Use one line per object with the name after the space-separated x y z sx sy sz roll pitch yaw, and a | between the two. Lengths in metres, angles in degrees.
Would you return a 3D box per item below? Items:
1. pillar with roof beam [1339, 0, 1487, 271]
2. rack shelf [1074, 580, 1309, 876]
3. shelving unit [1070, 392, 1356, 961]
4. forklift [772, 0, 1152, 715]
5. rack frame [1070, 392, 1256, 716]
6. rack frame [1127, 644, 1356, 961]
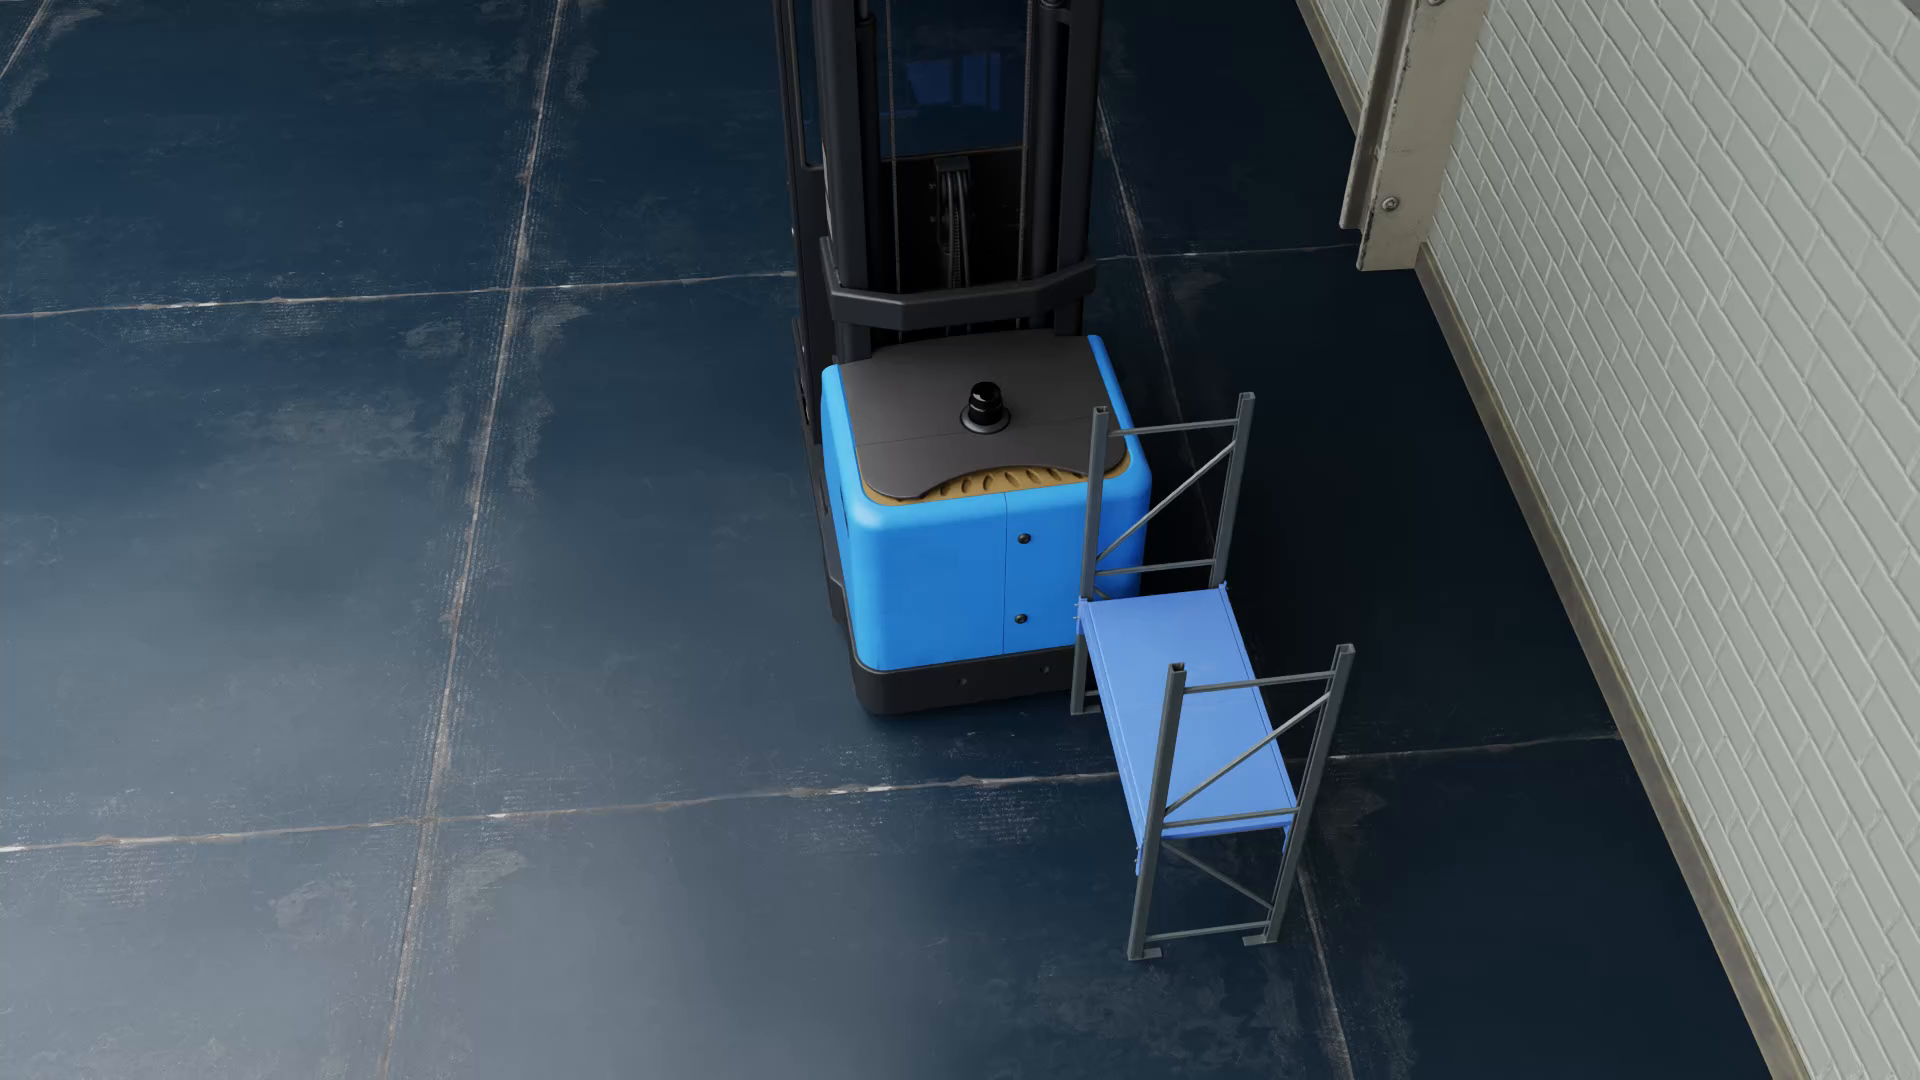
-2.242 -4.275 4.601 9.100 9.000 0.400 -3 47 -3 | pillar with roof beam
0.728 0.585 5.410 0.538 0.185 1.000 -6 47 -6 | rack shelf
0.728 0.462 5.280 0.538 1.500 1.048 -6 47 -6 | shelving unit
-0.111 -1.458 6.112 1.130 2.935 3.031 -7 47 -7 | forklift
0.657 0.096 5.626 0.500 1.500 0.032 -6 47 -6 | rack frame
0.799 0.827 4.934 0.500 1.500 0.032 -6 47 -6 | rack frame
